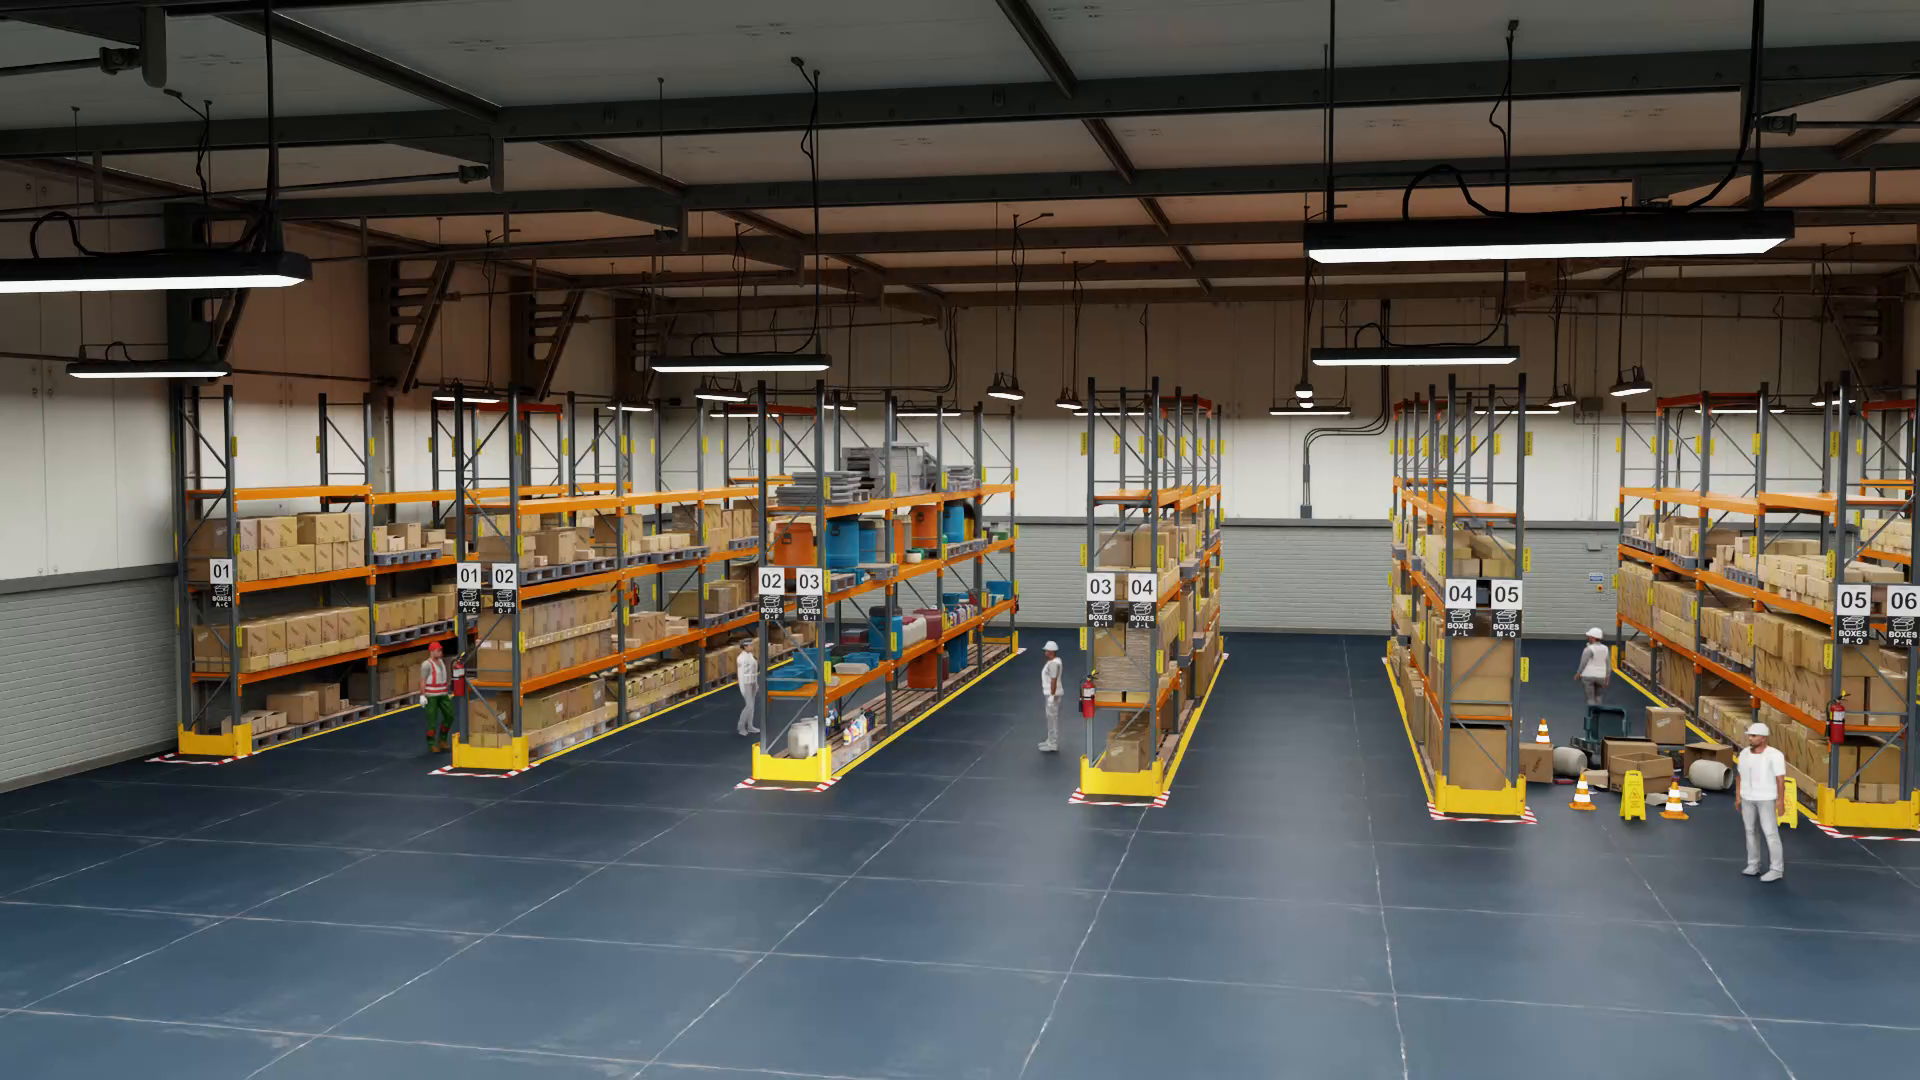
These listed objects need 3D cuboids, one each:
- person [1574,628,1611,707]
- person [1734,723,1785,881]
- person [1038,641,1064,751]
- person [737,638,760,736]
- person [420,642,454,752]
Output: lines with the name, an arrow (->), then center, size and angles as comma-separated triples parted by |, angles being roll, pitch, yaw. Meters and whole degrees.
person -> 11.282, 2.456, 29.605 | 0.599, 1.800, 0.689 | 0, 3, 5
person -> 9.307, 3.028, 19.407 | 0.443, 1.769, 0.641 | -2, 4, -30
person -> 1.501, 2.561, 27.479 | 0.431, 1.789, 0.610 | 0, 3, 6
person -> -3.675, 2.549, 29.083 | 0.380, 1.693, 0.526 | 1, 3, 20
person -> -8.628, 2.583, 27.383 | 0.402, 1.807, 0.601 | 2, 4, 27
